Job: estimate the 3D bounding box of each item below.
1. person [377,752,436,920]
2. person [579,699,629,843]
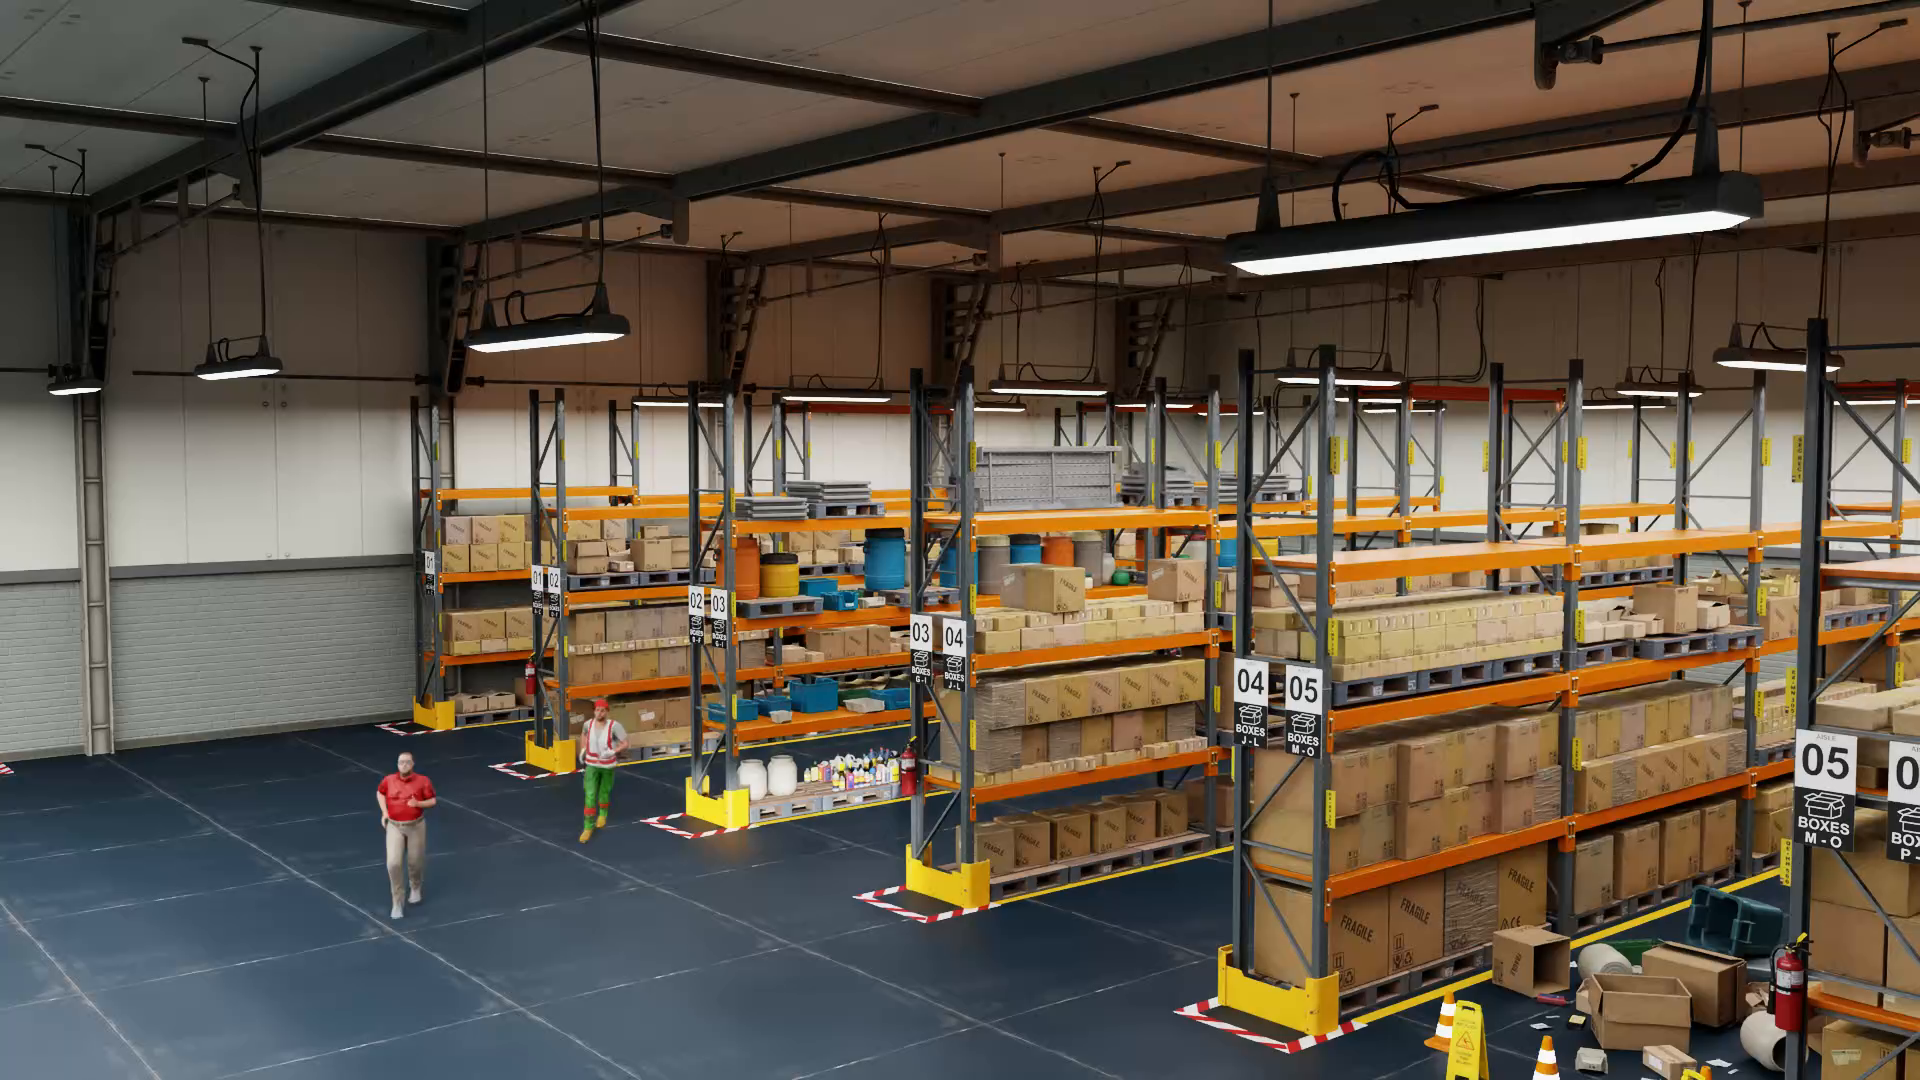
[{"bbox_3d":[-6.085,3.227,18.279,0.642,1.795,0.735,-1,3,-15],"label":"person"},{"bbox_3d":[-4.663,2.979,21.837,0.658,1.821,0.846,0,3,-1],"label":"person"}]
